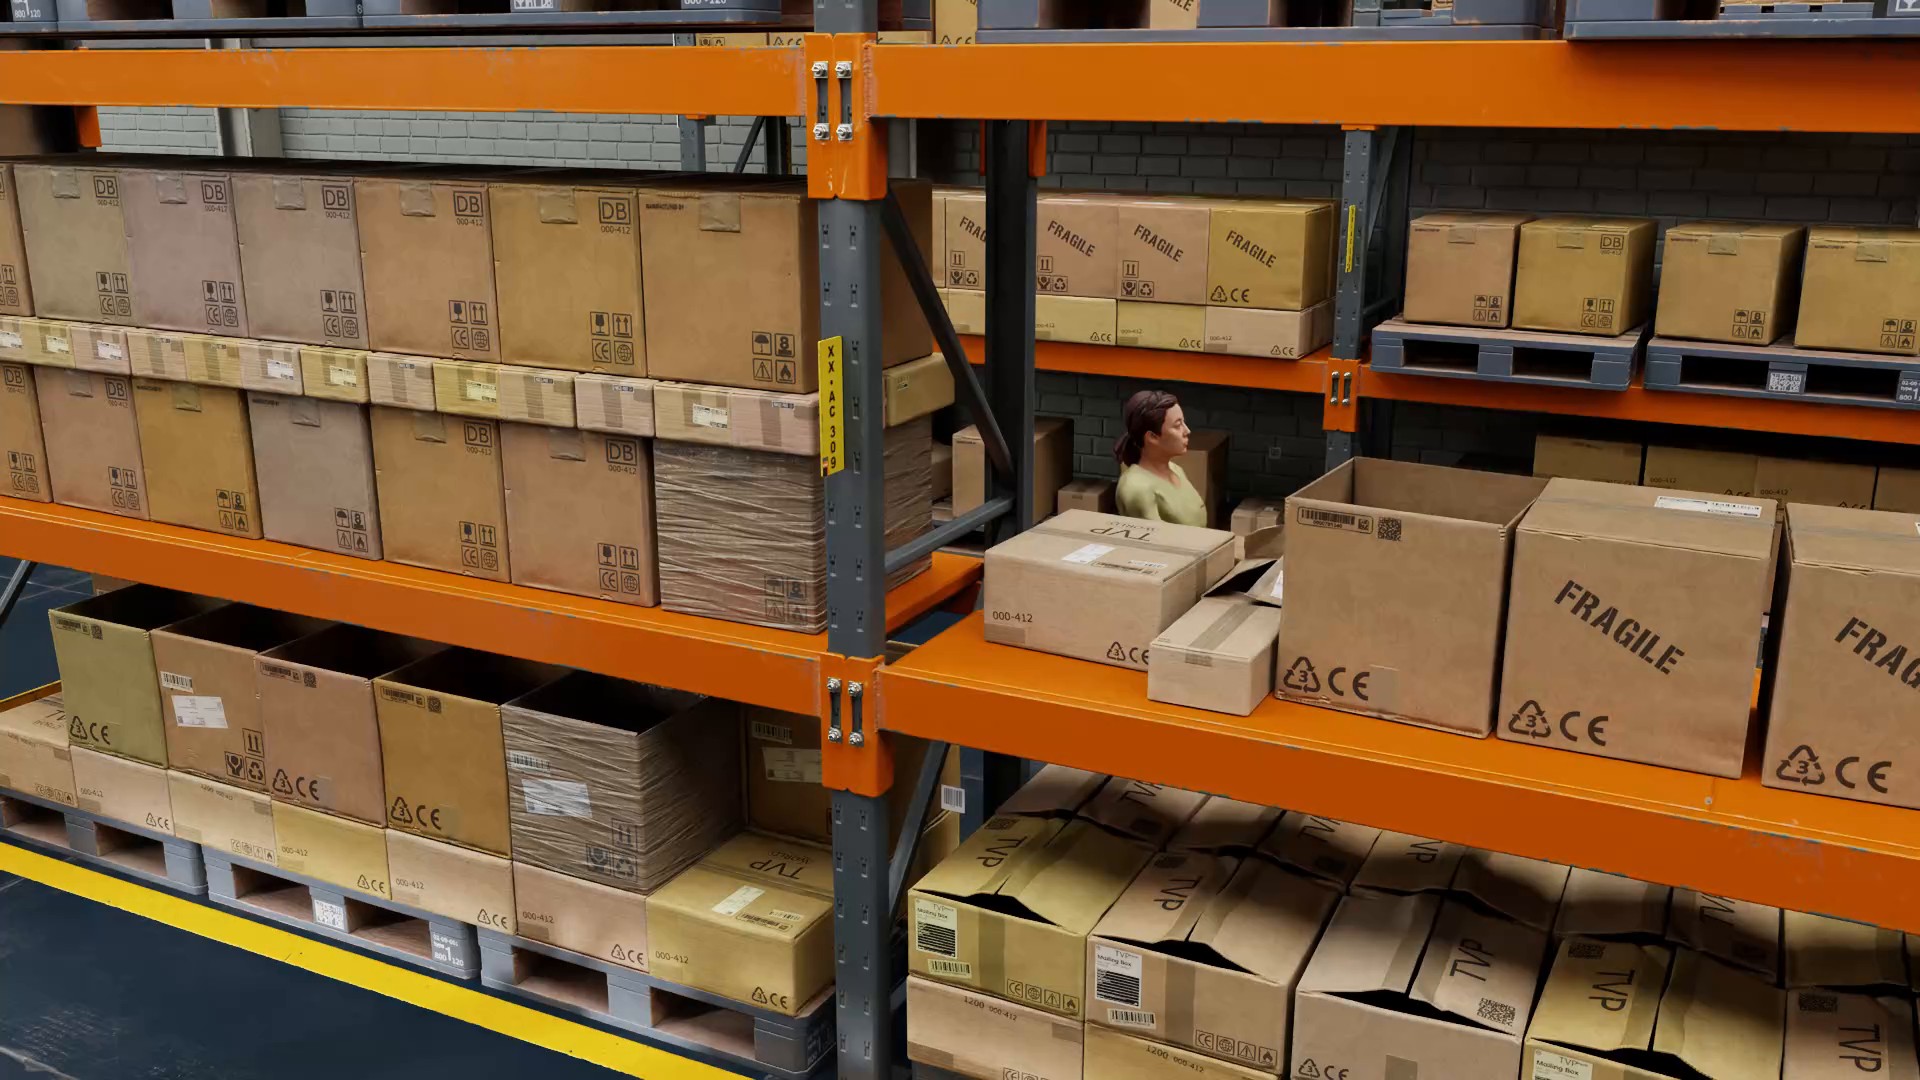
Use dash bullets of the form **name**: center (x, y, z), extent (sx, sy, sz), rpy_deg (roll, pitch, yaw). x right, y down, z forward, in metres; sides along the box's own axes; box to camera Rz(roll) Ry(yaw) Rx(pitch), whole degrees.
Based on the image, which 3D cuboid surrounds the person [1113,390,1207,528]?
- **person**: center (0.792, 0.293, 5.997), extent (0.556, 1.665, 0.425), rpy_deg (8, 18, 26)
